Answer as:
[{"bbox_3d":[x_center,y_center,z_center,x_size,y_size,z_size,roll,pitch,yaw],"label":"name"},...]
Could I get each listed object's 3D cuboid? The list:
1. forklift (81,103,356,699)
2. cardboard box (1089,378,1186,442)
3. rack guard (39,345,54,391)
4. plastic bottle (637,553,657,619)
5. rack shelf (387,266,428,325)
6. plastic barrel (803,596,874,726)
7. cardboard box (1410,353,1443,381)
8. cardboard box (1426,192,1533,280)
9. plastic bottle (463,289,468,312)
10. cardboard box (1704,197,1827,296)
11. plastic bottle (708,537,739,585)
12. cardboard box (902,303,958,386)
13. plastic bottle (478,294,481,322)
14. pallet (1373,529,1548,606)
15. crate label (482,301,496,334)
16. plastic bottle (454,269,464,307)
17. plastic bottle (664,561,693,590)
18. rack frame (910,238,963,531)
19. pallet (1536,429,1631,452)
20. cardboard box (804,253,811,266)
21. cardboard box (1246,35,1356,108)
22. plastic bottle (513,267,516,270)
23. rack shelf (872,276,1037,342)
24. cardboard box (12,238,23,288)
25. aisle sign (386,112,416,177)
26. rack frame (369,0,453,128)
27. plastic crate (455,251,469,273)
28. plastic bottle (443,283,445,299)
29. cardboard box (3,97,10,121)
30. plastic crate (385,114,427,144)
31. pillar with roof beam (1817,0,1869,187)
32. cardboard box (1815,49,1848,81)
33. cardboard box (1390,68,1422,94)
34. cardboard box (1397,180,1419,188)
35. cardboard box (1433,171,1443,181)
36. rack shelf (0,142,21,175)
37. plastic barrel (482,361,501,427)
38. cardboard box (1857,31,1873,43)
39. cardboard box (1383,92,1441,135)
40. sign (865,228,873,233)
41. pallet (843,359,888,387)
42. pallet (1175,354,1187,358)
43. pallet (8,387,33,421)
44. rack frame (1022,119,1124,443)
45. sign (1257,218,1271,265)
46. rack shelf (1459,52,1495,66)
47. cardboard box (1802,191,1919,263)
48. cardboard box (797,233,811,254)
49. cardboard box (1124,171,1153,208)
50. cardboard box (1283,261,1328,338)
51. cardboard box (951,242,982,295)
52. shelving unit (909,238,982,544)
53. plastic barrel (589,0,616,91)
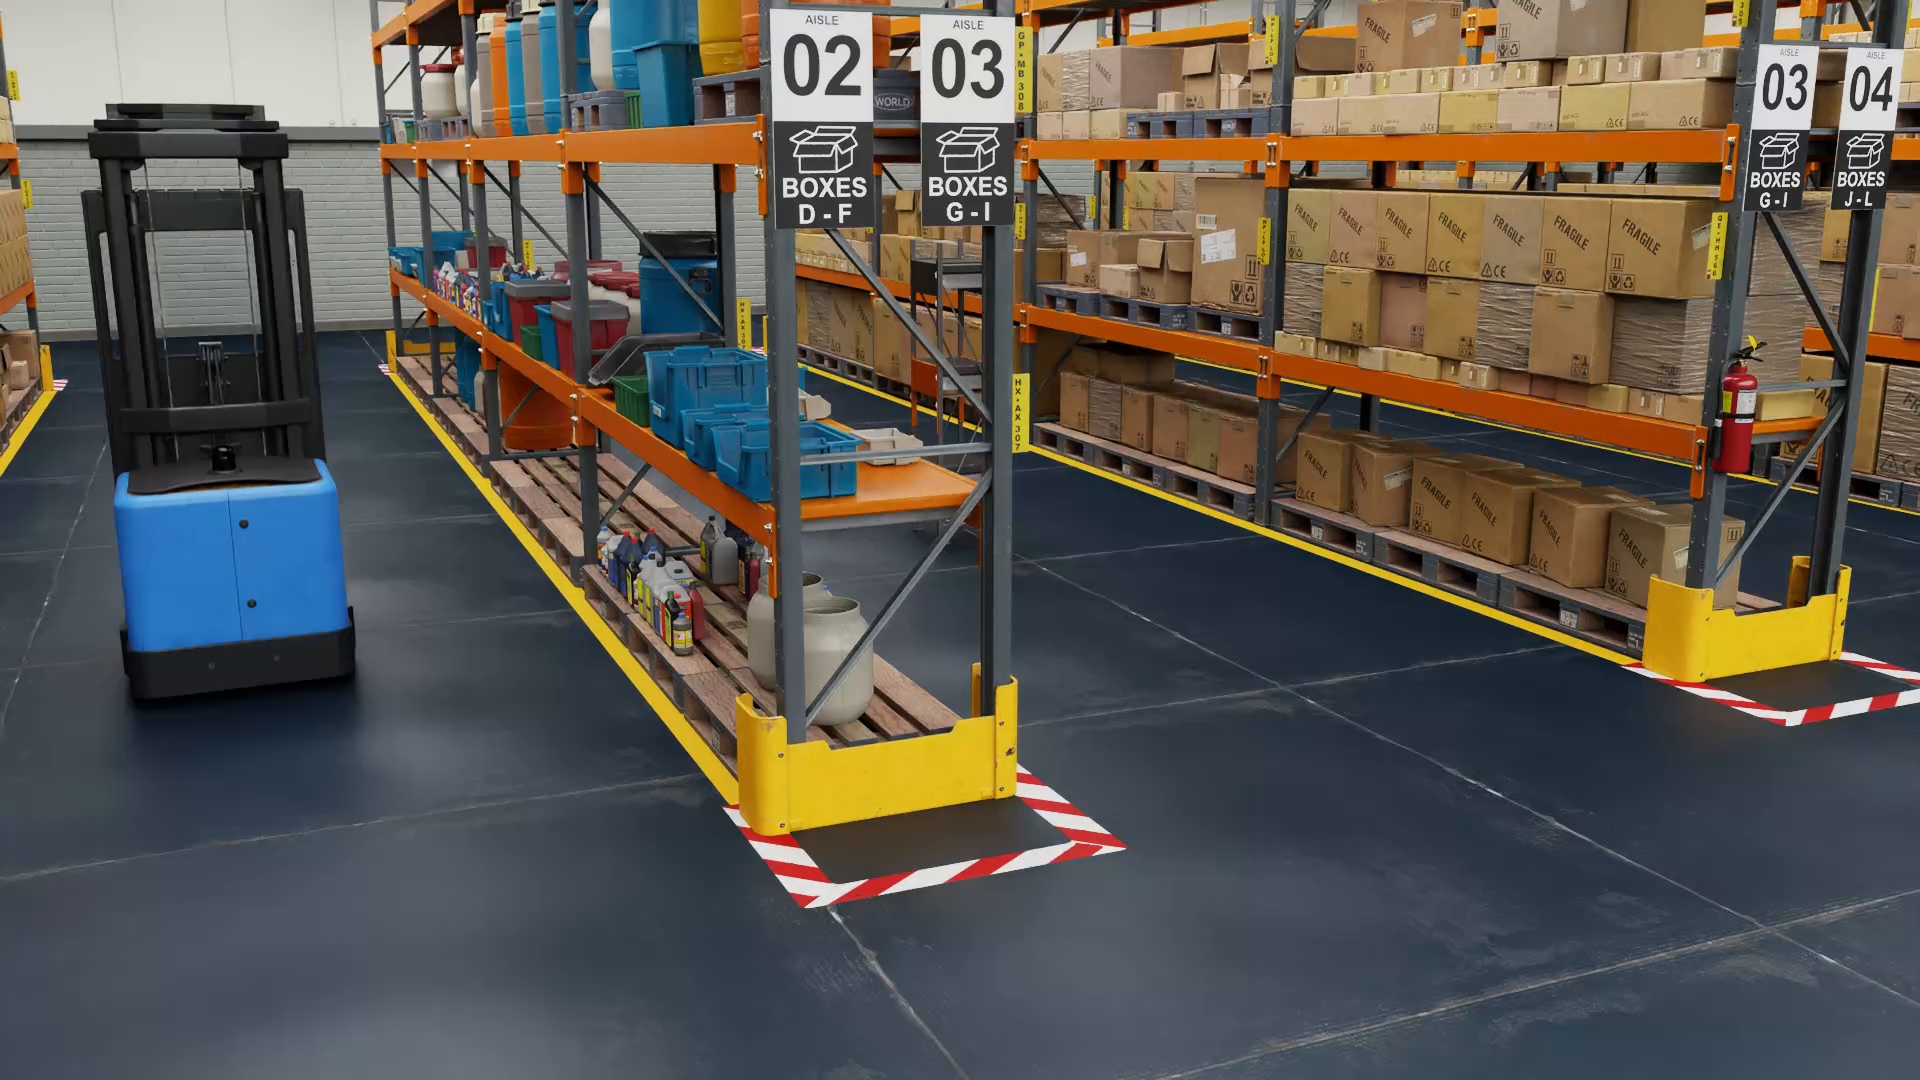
[{"bbox_3d":[-4.214,-0.927,9.373,1.130,2.935,3.031,-6,14,-24],"label":"forklift"},{"bbox_3d":[1.588,-1.185,14.907,0.700,0.500,0.500,-7,15,-28],"label":"cardboard box"},{"bbox_3d":[-11.185,-1.964,19.248,1.175,0.500,0.348,-6,14,-23],"label":"rack guard"},{"bbox_3d":[-1.679,0.242,9.070,0.144,0.351,0.185,-6,14,-23],"label":"plastic bottle"},{"bbox_3d":[-5.874,-2.881,19.260,1.077,0.370,4.000,-6,14,-23],"label":"rack shelf"},{"bbox_3d":[-0.600,0.540,7.472,0.421,0.512,0.421,0,13,0],"label":"plastic barrel"},{"bbox_3d":[3.093,-1.110,10.570,0.380,0.149,0.250,-6,14,-23],"label":"cardboard box"},{"bbox_3d":[3.229,-1.869,10.192,0.500,0.500,0.500,-6,14,-23],"label":"cardboard box"},{"bbox_3d":[-4.419,-2.154,14.964,0.097,0.201,0.097,0,13,0],"label":"plastic bottle"},{"bbox_3d":[4.301,-1.605,9.054,0.500,0.500,0.500,-6,14,-23],"label":"cardboard box"},{"bbox_3d":[-1.395,0.113,9.795,0.152,0.276,0.135,-6,14,-23],"label":"plastic bottle"},{"bbox_3d":[0.099,-2.120,18.157,1.225,0.875,0.875,-6,14,-25],"label":"cardboard box"},{"bbox_3d":[-4.024,-1.980,14.030,0.061,0.283,0.133,-6,14,-23],"label":"plastic bottle"},{"bbox_3d":[3.464,0.134,10.823,1.003,0.211,1.213,-6,14,-23],"label":"pallet"},{"bbox_3d":[-3.645,-1.789,13.319,0.303,0.233,0.416,-6,14,-23],"label":"crate label"},{"bbox_3d":[-4.635,-2.351,15.485,0.144,0.351,0.185,-6,14,-23],"label":"plastic bottle"},{"bbox_3d":[-1.554,0.260,9.159,0.152,0.276,0.135,-6,14,-23],"label":"plastic bottle"},{"bbox_3d":[-0.164,-1.108,11.999,0.400,2.100,0.015,-6,14,-23],"label":"rack frame"},{"bbox_3d":[6.384,-1.086,16.095,1.003,0.211,1.213,-6,14,-23],"label":"pallet"},{"bbox_3d":[-1.780,-3.601,21.332,0.380,0.149,0.250,-6,14,-24],"label":"cardboard box"},{"bbox_3d":[2.572,-3.435,12.246,0.797,0.503,0.637,-6,14,-26],"label":"cardboard box"},{"bbox_3d":[-4.473,-2.630,16.855,0.152,0.276,0.135,-6,14,-23],"label":"plastic bottle"},{"bbox_3d":[0.266,-2.502,17.622,1.077,0.370,4.000,-6,14,-23],"label":"rack shelf"},{"bbox_3d":[-10.381,-2.968,17.820,0.500,0.500,0.500,-6,14,-23],"label":"cardboard box"},{"bbox_3d":[-6.976,-4.899,20.619,0.394,0.787,0.004,-6,14,-23],"label":"aisle sign"},{"bbox_3d":[-6.675,-6.567,20.287,1.000,3.000,0.127,-6,14,-23],"label":"rack frame"},{"bbox_3d":[-5.516,-3.122,18.835,0.437,0.282,0.530,-6,14,-23],"label":"plastic crate"},{"bbox_3d":[-4.991,-2.449,16.239,0.097,0.201,0.097,0,13,0],"label":"plastic bottle"},{"bbox_3d":[-10.776,-4.746,18.297,0.500,0.250,0.500,-6,14,-23],"label":"cardboard box"},{"bbox_3d":[-6.315,-4.735,19.161,0.504,0.338,0.767,-6,14,-23],"label":"plastic crate"},{"bbox_3d":[9.694,-7.369,23.751,9.100,9.000,0.400,-6,14,-23],"label":"pillar with roof beam"},{"bbox_3d":[4.374,-2.446,8.584,0.380,0.149,0.250,-6,14,-23],"label":"cardboard box"},{"bbox_3d":[2.940,-2.884,10.472,0.380,0.149,0.250,-6,14,-24],"label":"cardboard box"},{"bbox_3d":[7.088,-5.292,25.642,0.500,0.500,0.500,-6,14,-24],"label":"cardboard box"},{"bbox_3d":[7.338,-5.471,24.978,0.380,0.149,0.250,-5,14,-22],"label":"cardboard box"},{"bbox_3d":[-10.414,-3.895,16.992,1.077,0.370,4.000,-6,14,-23],"label":"rack shelf"},{"bbox_3d":[-4.135,-1.354,15.485,0.600,0.588,0.708,-6,14,-23],"label":"plastic barrel"},{"bbox_3d":[7.193,-3.862,12.887,0.380,0.149,0.250,-6,14,-23],"label":"cardboard box"},{"bbox_3d":[3.021,-2.672,10.444,0.500,0.250,0.500,-6,14,-25],"label":"cardboard box"},{"bbox_3d":[-1.043,-3.675,19.001,0.100,0.325,0.005,-6,14,-23],"label":"sign"},{"bbox_3d":[-0.768,-2.071,20.350,1.003,0.211,1.213,-6,14,-23],"label":"pallet"},{"bbox_3d":[3.256,-2.722,23.162,1.003,0.211,1.213,-6,14,-23],"label":"pallet"},{"bbox_3d":[-10.380,-1.407,17.482,1.003,0.211,1.213,-6,14,-23],"label":"pallet"},{"bbox_3d":[1.067,-2.439,15.755,1.000,3.000,0.127,-6,14,-23],"label":"rack frame"},{"bbox_3d":[2.163,-2.126,11.834,0.100,0.325,0.005,-6,14,-23],"label":"sign"},{"bbox_3d":[7.744,-6.951,24.429,1.077,0.370,4.000,-6,14,-23],"label":"rack shelf"},{"bbox_3d":[7.371,-2.559,13.549,0.875,0.550,0.550,-6,14,-23],"label":"cardboard box"},{"bbox_3d":[-1.780,-3.829,21.435,0.500,0.250,0.500,-6,14,-25],"label":"cardboard box"},{"bbox_3d":[2.593,-4.979,23.632,0.500,0.500,0.500,-5,14,-21],"label":"cardboard box"},{"bbox_3d":[2.793,-1.708,11.714,0.875,0.500,0.500,-6,14,-23],"label":"cardboard box"},{"bbox_3d":[0.237,-2.778,16.998,0.500,0.500,0.500,-6,14,-25],"label":"cardboard box"},{"bbox_3d":[-0.066,-1.057,11.781,0.431,2.100,0.503,-6,14,-23],"label":"shelving unit"},{"bbox_3d":[-1.876,-2.779,9.392,0.421,0.512,0.421,0,13,0],"label":"plastic barrel"}]
